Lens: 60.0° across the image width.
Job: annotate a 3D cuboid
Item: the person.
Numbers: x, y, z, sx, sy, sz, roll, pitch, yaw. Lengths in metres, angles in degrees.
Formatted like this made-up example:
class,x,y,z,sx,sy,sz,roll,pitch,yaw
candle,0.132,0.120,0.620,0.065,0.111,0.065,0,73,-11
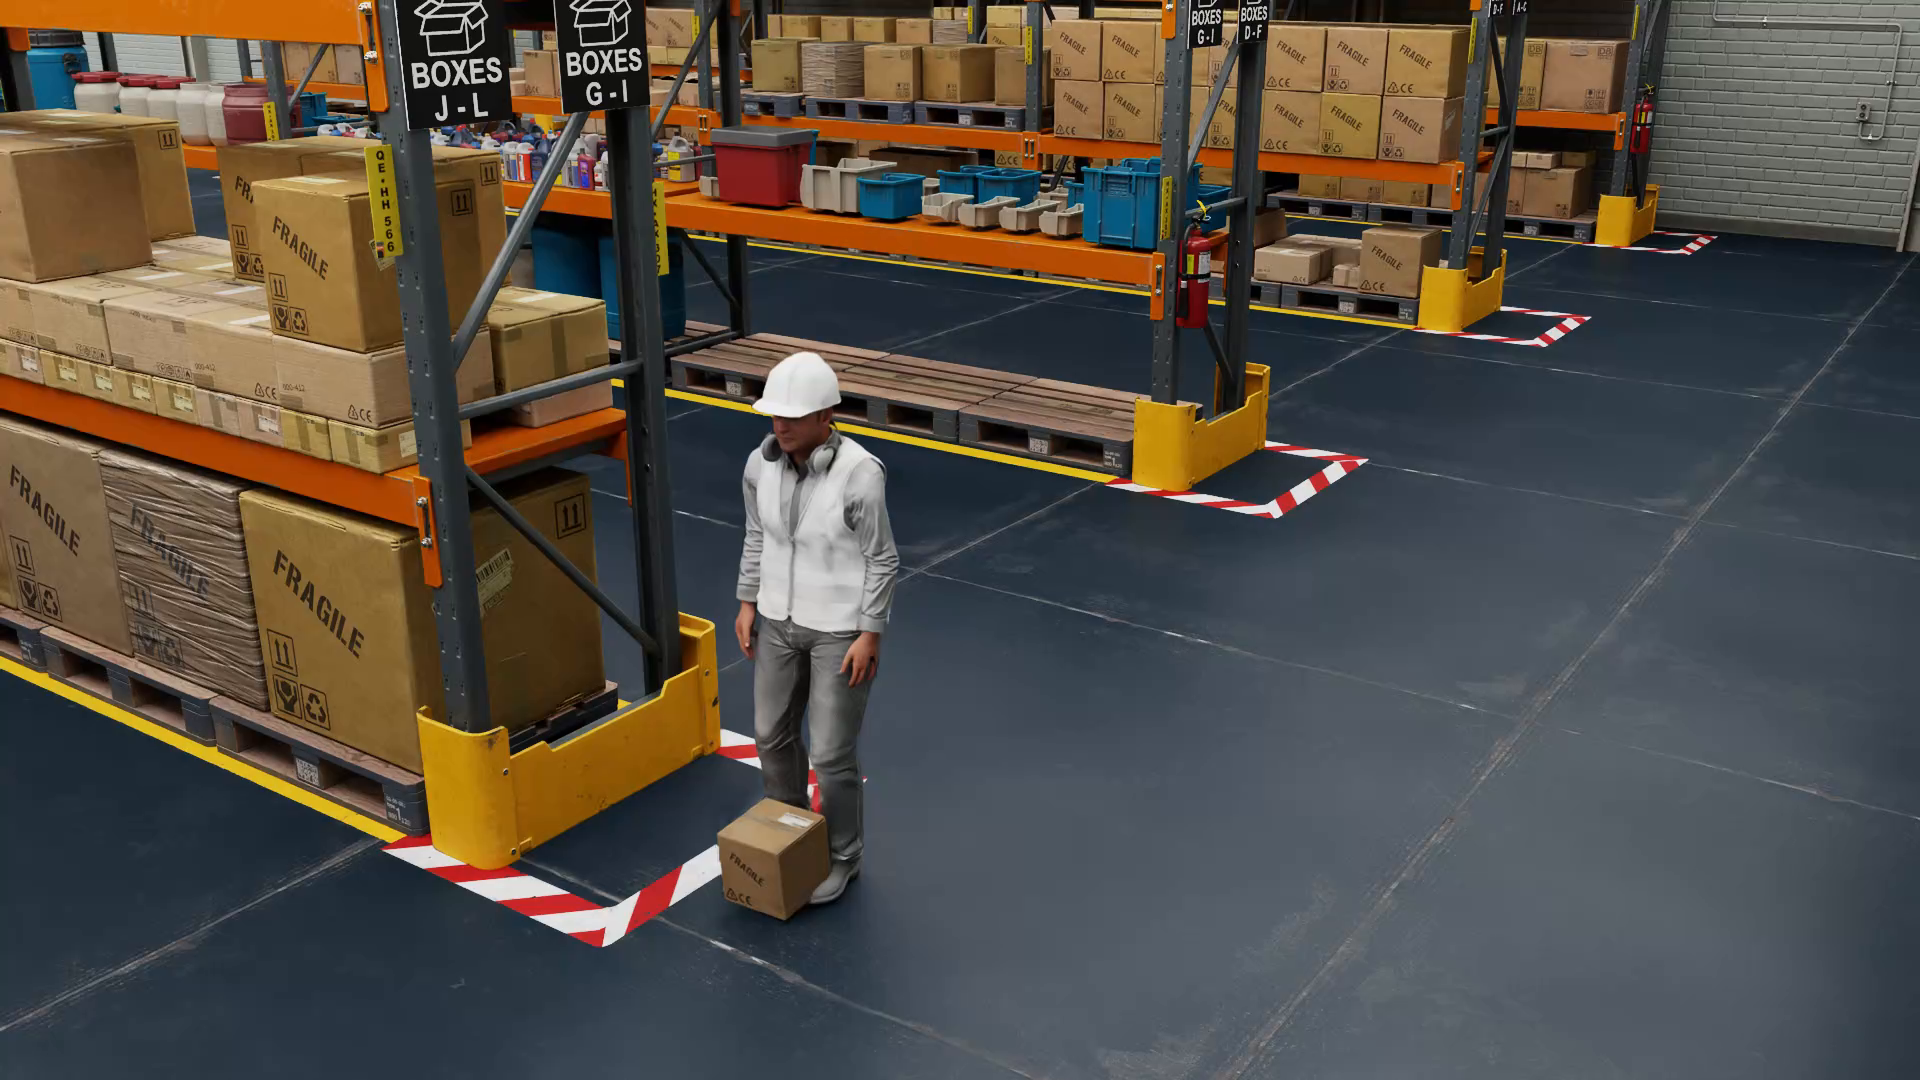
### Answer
class,x,y,z,sx,sy,sz,roll,pitch,yaw
person,-0.465,0.264,5.292,0.569,1.772,0.474,12,23,30
